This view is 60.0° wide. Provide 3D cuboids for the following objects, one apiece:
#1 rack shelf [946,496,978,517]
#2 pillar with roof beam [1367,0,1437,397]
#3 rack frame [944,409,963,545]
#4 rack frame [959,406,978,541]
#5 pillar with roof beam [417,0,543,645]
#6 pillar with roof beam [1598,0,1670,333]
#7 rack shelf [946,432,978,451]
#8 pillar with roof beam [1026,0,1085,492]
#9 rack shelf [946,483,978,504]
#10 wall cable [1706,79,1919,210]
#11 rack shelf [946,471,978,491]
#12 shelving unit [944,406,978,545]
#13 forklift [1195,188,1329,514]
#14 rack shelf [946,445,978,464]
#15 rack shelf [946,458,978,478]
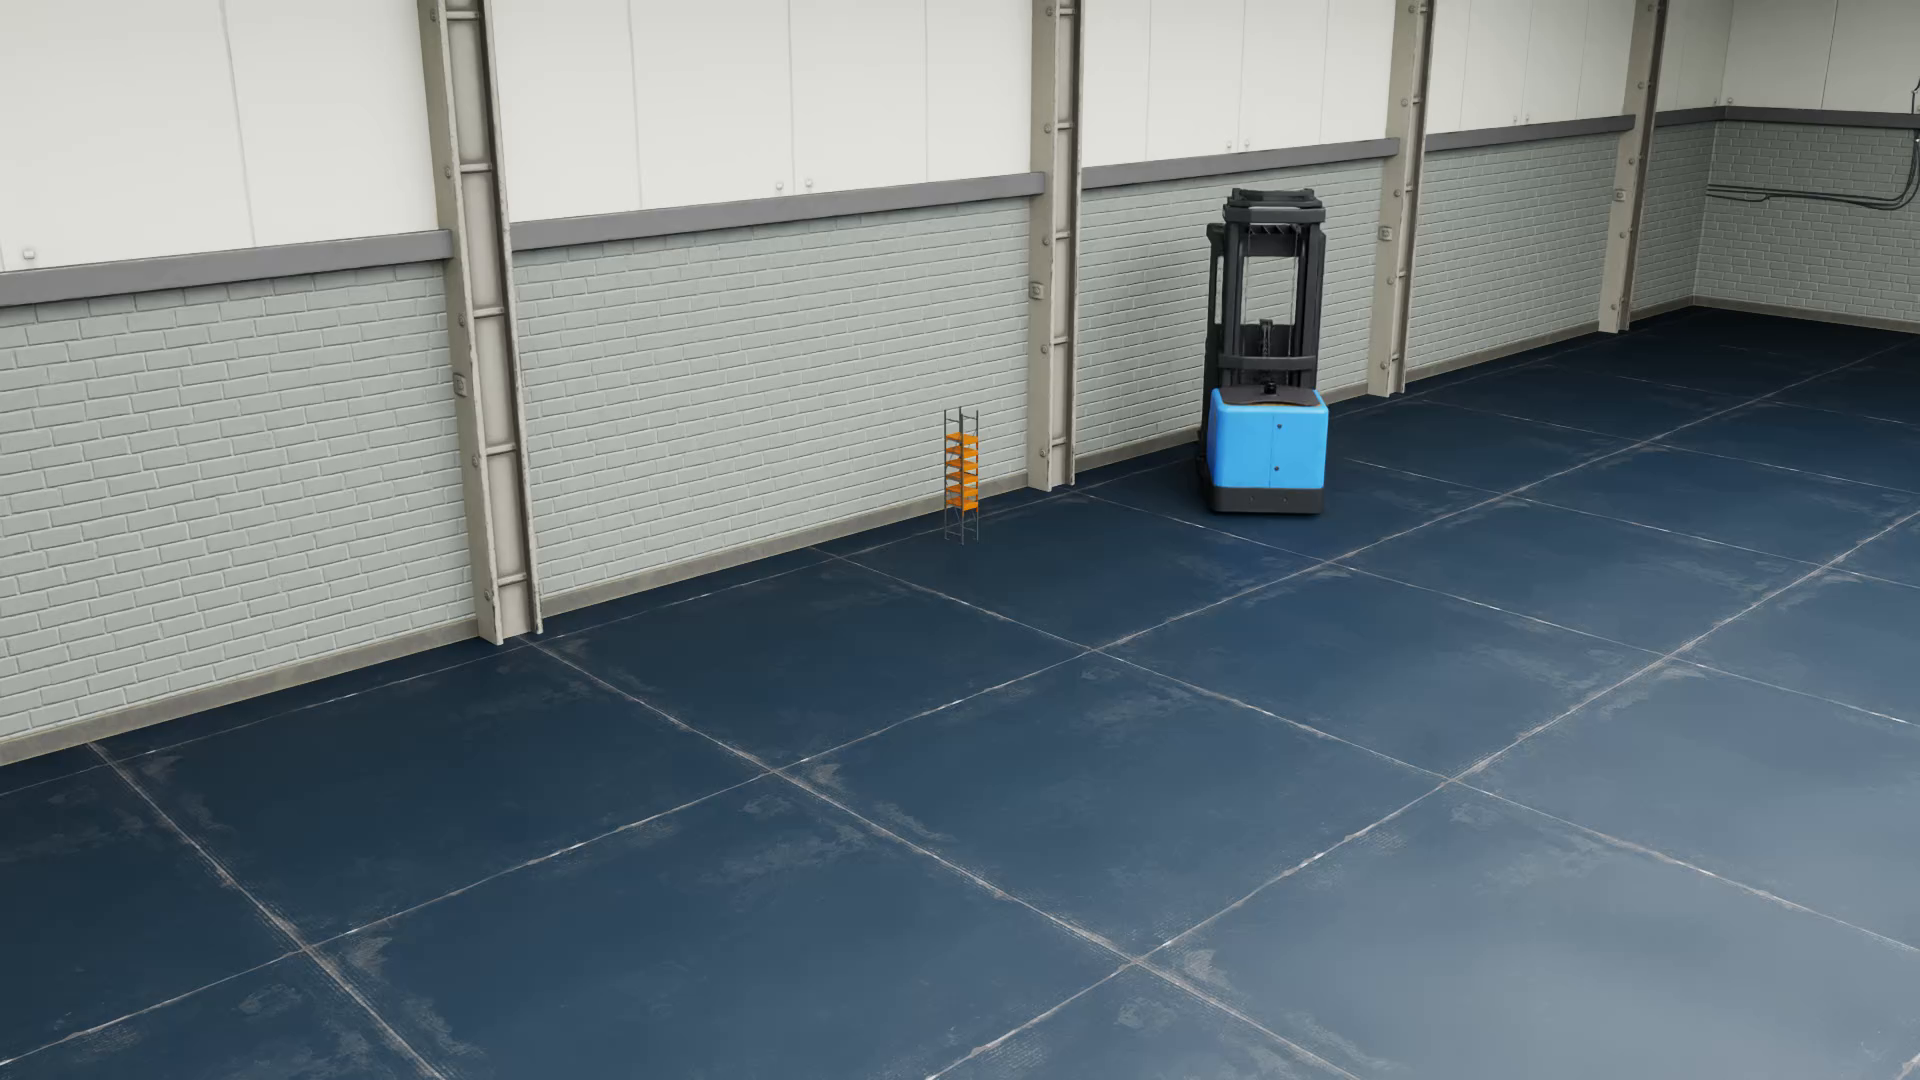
[{"bbox_3d":[0.011,-0.303,14.897,0.180,0.103,0.258,-16,24,-41],"label":"rack shelf"},{"bbox_3d":[8.224,-5.141,16.251,0.400,9.000,9.100,-16,24,-41],"label":"pillar with roof beam"},{"bbox_3d":[-0.056,-0.554,14.749,0.006,1.200,0.240,-16,24,-41],"label":"rack frame"},{"bbox_3d":[0.077,-0.593,14.869,0.006,1.200,0.240,-16,24,-41],"label":"rack frame"},{"bbox_3d":[-0.495,-2.598,8.408,0.400,9.000,9.100,-16,24,-41],"label":"pillar with roof beam"},{"bbox_3d":[12.584,-6.413,20.172,0.400,9.000,9.100,-16,24,-41],"label":"pillar with roof beam"},{"bbox_3d":[0.011,-0.874,14.712,0.180,0.103,0.258,-16,24,-41],"label":"rack shelf"},{"bbox_3d":[3.864,-3.870,12.330,0.400,9.000,9.100,-16,24,-41],"label":"pillar with roof beam"},{"bbox_3d":[0.011,-0.417,14.860,0.180,0.103,0.258,-16,24,-41],"label":"rack shelf"},{"bbox_3d":[12.675,-6.228,24.638,0.112,2.526,3.097,-16,24,-41],"label":"wall cable"},{"bbox_3d":[0.011,-0.532,14.823,0.180,0.103,0.258,-16,24,-41],"label":"rack shelf"},{"bbox_3d":[0.011,-0.574,14.809,0.189,1.200,0.258,-16,24,-41],"label":"shelving unit"},{"bbox_3d":[2.985,-2.046,16.542,1.130,2.935,3.031,1,18,4],"label":"forklift"},{"bbox_3d":[0.011,-0.760,14.749,0.180,0.103,0.258,-16,24,-41],"label":"rack shelf"},{"bbox_3d":[0.011,-0.646,14.786,0.180,0.103,0.258,-16,24,-41],"label":"rack shelf"}]
